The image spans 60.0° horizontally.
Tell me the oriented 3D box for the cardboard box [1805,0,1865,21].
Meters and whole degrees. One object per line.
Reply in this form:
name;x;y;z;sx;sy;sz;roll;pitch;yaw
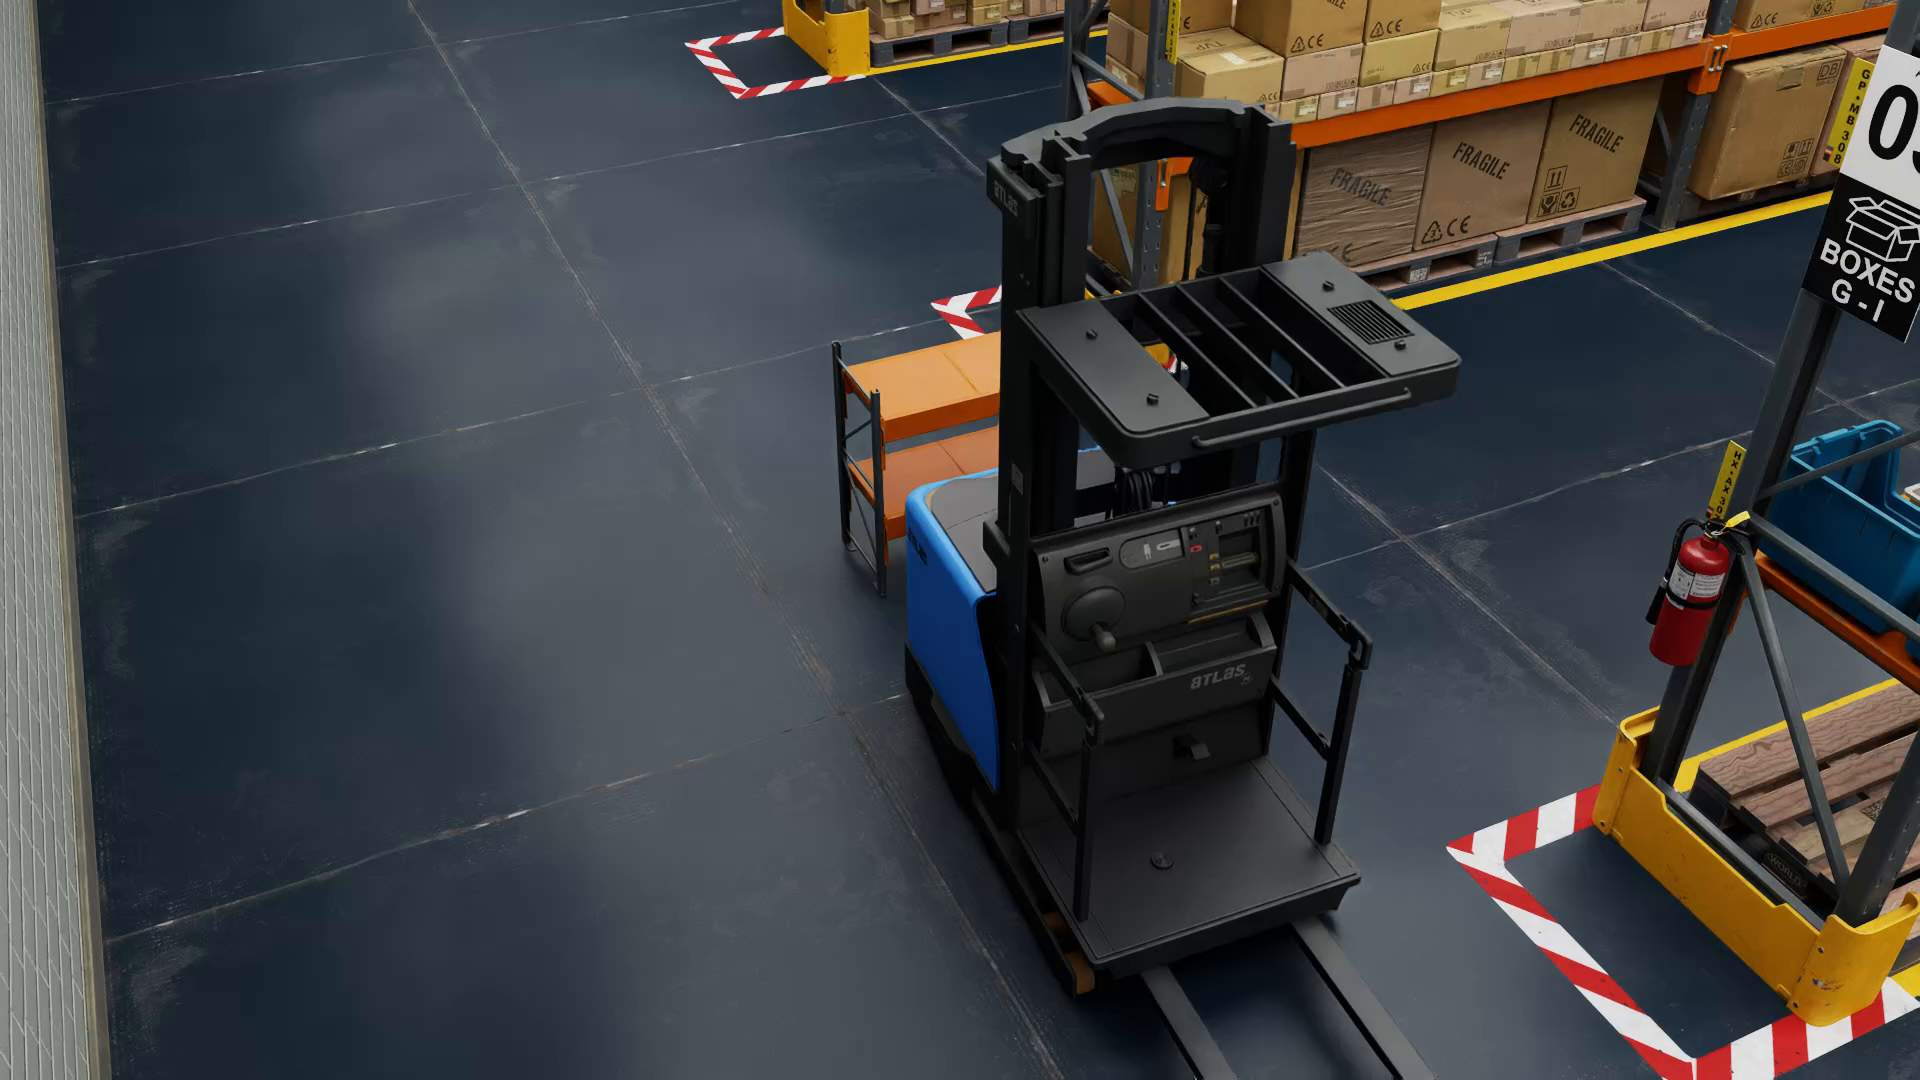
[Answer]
cardboard box;5.446;-3.664;10.588;0.500;0.500;0.500;-16;39;-20

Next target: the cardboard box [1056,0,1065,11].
cardboard box;0.837;-4.585;13.954;0.250;0.149;0.380;-16;39;-20

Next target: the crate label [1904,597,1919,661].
crate label;3.315;0.327;5.381;0.303;0.233;0.416;-16;39;-20

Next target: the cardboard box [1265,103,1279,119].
cardboard box;1.541;-2.379;9.150;0.250;0.149;0.380;-16;40;-21

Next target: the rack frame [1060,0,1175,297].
rack frame;0.848;-2.502;9.106;0.127;3.000;1.000;-16;39;-20

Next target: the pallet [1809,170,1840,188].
pallet;6.241;-2.942;12.039;1.213;0.211;1.003;-16;39;-20

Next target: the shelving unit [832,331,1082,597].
shelving unit;-0.006;-0.450;7.913;1.048;1.125;0.538;-16;39;-20

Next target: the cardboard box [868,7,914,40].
cardboard box;-0.558;-4.186;13.417;0.250;0.149;0.380;-15;39;-19

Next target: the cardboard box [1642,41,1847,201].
cardboard box;5.039;-3.003;11.212;0.875;0.875;1.225;-15;39;-20

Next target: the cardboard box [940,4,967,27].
cardboard box;-0.134;-4.363;13.655;0.250;0.149;0.380;-15;39;-19

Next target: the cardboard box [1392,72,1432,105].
cardboard box;2.472;-2.640;9.502;0.250;0.149;0.380;-16;39;-20

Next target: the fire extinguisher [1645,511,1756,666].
fire extinguisher;2.622;0.143;5.918;0.183;0.674;0.296;-16;39;-20

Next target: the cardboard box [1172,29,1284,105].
cardboard box;1.397;-2.537;9.029;0.500;0.250;0.500;-17;40;-21

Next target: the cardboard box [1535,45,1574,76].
cardboard box;3.400;-2.899;9.852;0.250;0.149;0.380;-15;39;-19

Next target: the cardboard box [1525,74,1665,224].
cardboard box;3.837;-2.706;10.811;0.875;0.875;0.875;-16;39;-20

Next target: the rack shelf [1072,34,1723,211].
rack shelf;2.658;-2.720;10.002;4.000;0.370;1.077;-16;39;-20

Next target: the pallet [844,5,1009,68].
pallet;-0.349;-4.288;13.855;1.213;0.211;1.003;-16;39;-20

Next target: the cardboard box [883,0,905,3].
cardboard box;-0.550;-4.415;13.225;0.250;0.149;0.380;-17;40;-22

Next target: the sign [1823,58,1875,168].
sign;2.704;-1.286;5.036;0.005;0.325;0.100;-16;39;-20

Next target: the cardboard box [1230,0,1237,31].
cardboard box;1.633;-2.955;9.593;0.500;0.250;0.500;-16;40;-21

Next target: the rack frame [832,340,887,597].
rack frame;-0.466;-0.321;7.739;0.032;1.125;0.500;-16;39;-20

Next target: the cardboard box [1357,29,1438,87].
cardboard box;2.321;-2.798;9.380;0.500;0.250;0.500;-17;40;-21

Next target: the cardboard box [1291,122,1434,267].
cardboard box;2.217;-2.253;10.201;0.875;0.875;0.875;-16;39;-20

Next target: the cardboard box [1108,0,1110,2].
cardboard box;1.305;-4.694;14.101;0.250;0.149;0.380;-16;39;-20

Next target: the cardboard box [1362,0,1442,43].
cardboard box;2.316;-3.099;9.158;0.500;0.500;0.500;-17;40;-21

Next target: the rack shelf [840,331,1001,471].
rack shelf;-0.006;-0.685;7.738;1.000;0.278;0.538;-16;39;-20

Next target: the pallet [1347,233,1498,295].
pallet;2.641;-1.933;10.679;1.213;0.211;1.003;-16;39;-20

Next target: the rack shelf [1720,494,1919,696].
rack shelf;4.762;-0.048;6.401;4.000;0.370;1.077;-16;39;-20

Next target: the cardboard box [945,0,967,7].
cardboard box;-0.129;-4.488;13.574;0.250;0.149;0.380;-15;39;-19

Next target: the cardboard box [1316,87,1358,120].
cardboard box;2.008;-2.511;9.328;0.250;0.149;0.380;-16;40;-21

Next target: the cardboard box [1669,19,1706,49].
cardboard box;4.332;-3.160;10.203;0.250;0.149;0.380;-15;39;-20

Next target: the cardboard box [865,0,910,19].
cardboard box;-0.585;-4.340;13.374;0.250;0.149;0.380;-14;39;-18

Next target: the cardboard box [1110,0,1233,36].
cardboard box;1.177;-3.128;9.196;0.500;0.500;0.500;-15;39;-19

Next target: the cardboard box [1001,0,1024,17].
cardboard box;0.334;-4.485;13.819;0.250;0.149;0.380;-16;39;-20

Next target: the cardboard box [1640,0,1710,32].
cardboard box;4.180;-3.321;10.085;0.500;0.250;0.500;-16;40;-21

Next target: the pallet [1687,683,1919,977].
pallet;3.715;1.101;6.588;1.213;0.211;1.003;-16;39;-20

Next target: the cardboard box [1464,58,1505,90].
cardboard box;2.938;-2.771;9.678;0.250;0.149;0.380;-15;39;-19

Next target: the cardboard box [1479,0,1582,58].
cardboard box;3.251;-3.059;9.733;0.500;0.250;0.500;-15;39;-19

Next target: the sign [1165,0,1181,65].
sign;1.078;-2.581;8.419;0.005;0.325;0.100;-16;39;-20

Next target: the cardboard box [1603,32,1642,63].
cardboard box;3.866;-3.030;10.028;0.250;0.149;0.380;-16;40;-21

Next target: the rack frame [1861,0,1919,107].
rack frame;2.952;-2.241;3.717;0.127;3.000;1.000;-16;39;-20

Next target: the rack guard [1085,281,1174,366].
rack guard;0.826;-1.492;9.842;0.348;0.500;1.175;-16;39;-20

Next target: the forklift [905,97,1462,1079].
forklift;0.782;0.182;5.545;1.130;2.935;3.031;-13;39;-17
